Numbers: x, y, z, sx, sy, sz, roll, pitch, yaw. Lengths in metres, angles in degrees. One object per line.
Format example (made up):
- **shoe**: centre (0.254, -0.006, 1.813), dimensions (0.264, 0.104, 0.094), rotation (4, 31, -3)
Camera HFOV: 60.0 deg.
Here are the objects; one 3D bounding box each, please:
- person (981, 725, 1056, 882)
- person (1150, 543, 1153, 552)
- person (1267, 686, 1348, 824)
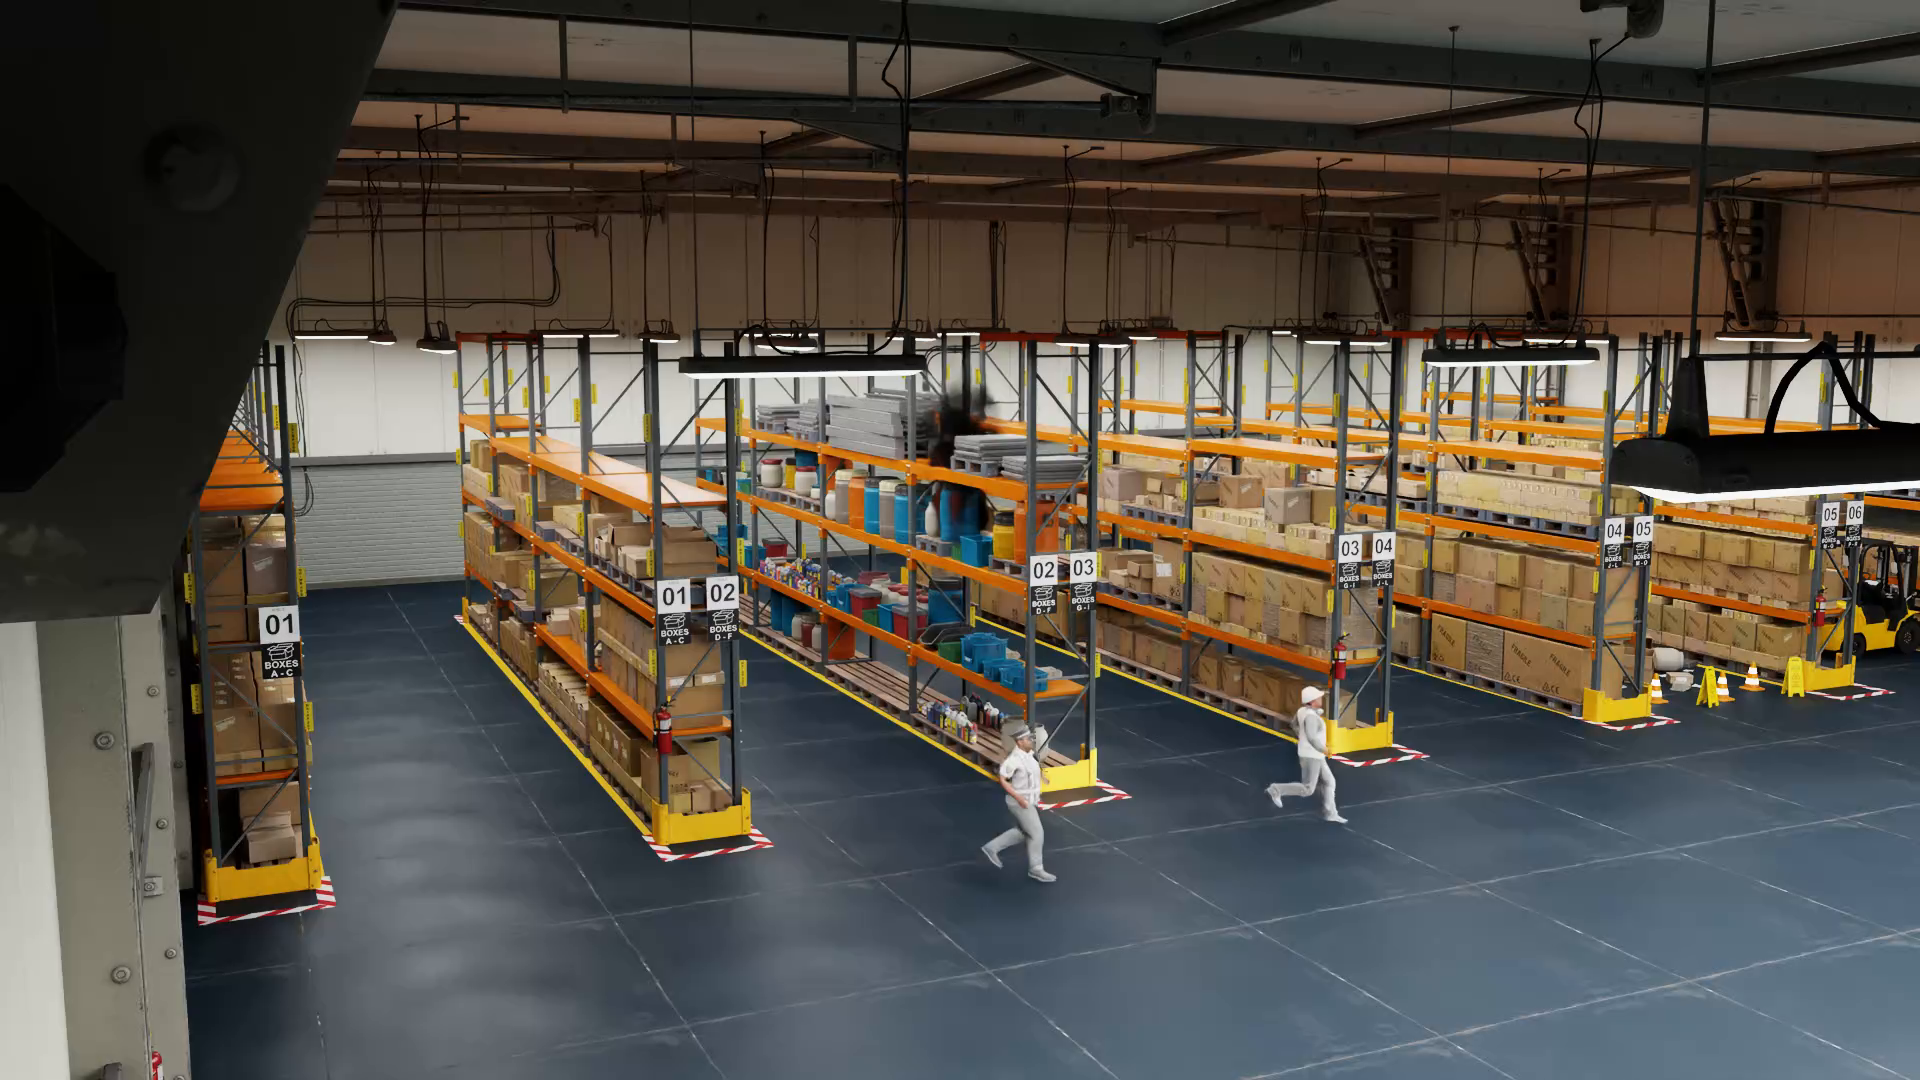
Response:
- **person**: centre (0.675, 2.948, 18.758), dimensions (0.850, 1.788, 0.652), rotation (1, 8, 10)
- **person**: centre (5.041, -0.235, 42.588), dimensions (0.735, 1.718, 0.588), rotation (-5, 9, -31)
- **person**: centre (4.362, 2.697, 20.803), dimensions (1.024, 1.761, 0.638), rotation (1, 8, 8)
